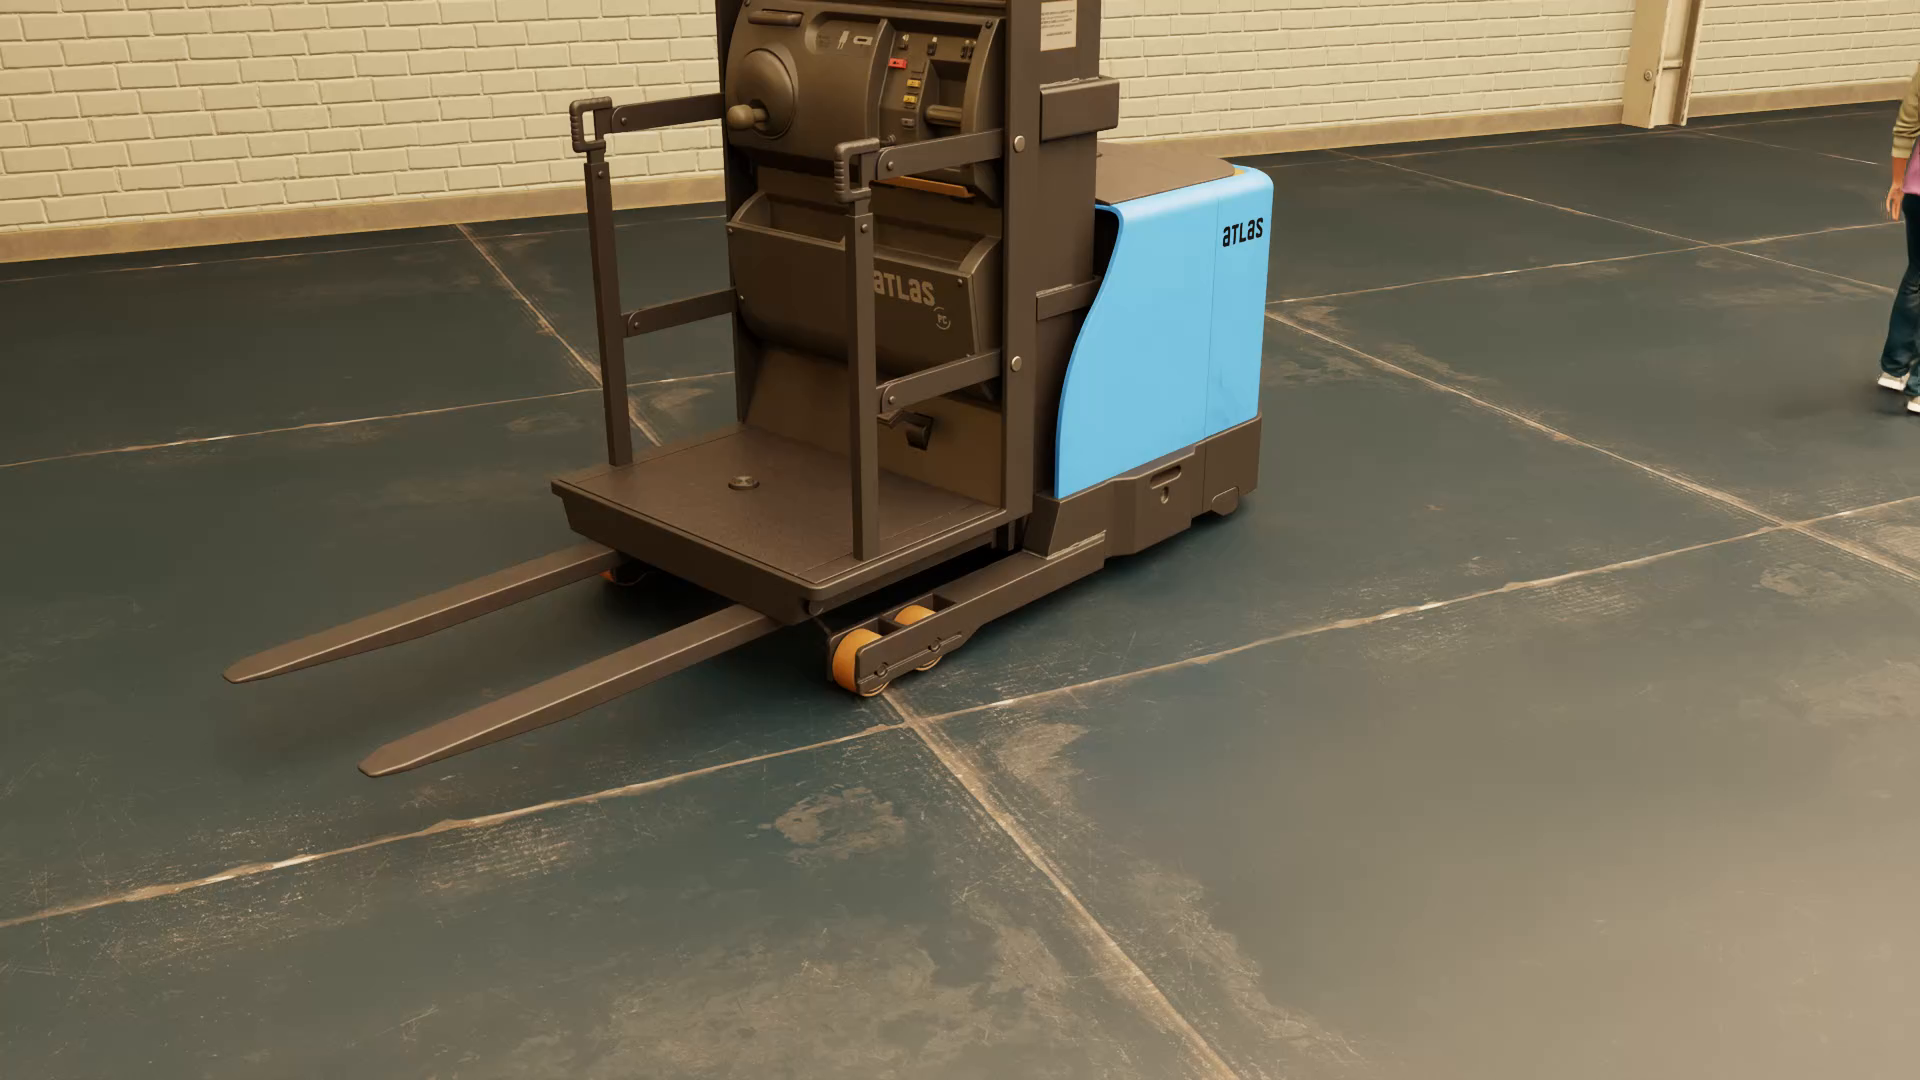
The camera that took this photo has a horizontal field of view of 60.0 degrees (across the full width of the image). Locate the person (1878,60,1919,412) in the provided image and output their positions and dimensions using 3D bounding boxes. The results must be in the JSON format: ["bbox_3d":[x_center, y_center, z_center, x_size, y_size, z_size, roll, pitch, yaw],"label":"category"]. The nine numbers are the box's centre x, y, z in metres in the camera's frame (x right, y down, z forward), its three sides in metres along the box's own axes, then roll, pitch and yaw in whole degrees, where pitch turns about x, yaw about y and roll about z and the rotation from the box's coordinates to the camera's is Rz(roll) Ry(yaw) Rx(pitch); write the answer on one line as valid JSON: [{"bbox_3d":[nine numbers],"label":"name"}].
[{"bbox_3d":[3.682,-1.254,6.095,0.432,1.622,0.493,-10,24,-22],"label":"person"}]

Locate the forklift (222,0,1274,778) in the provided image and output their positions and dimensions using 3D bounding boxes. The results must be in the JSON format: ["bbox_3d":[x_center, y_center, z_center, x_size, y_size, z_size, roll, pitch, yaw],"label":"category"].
[{"bbox_3d":[-0.413,-1.182,4.131,1.130,2.935,3.031,19,29,39],"label":"forklift"}]
